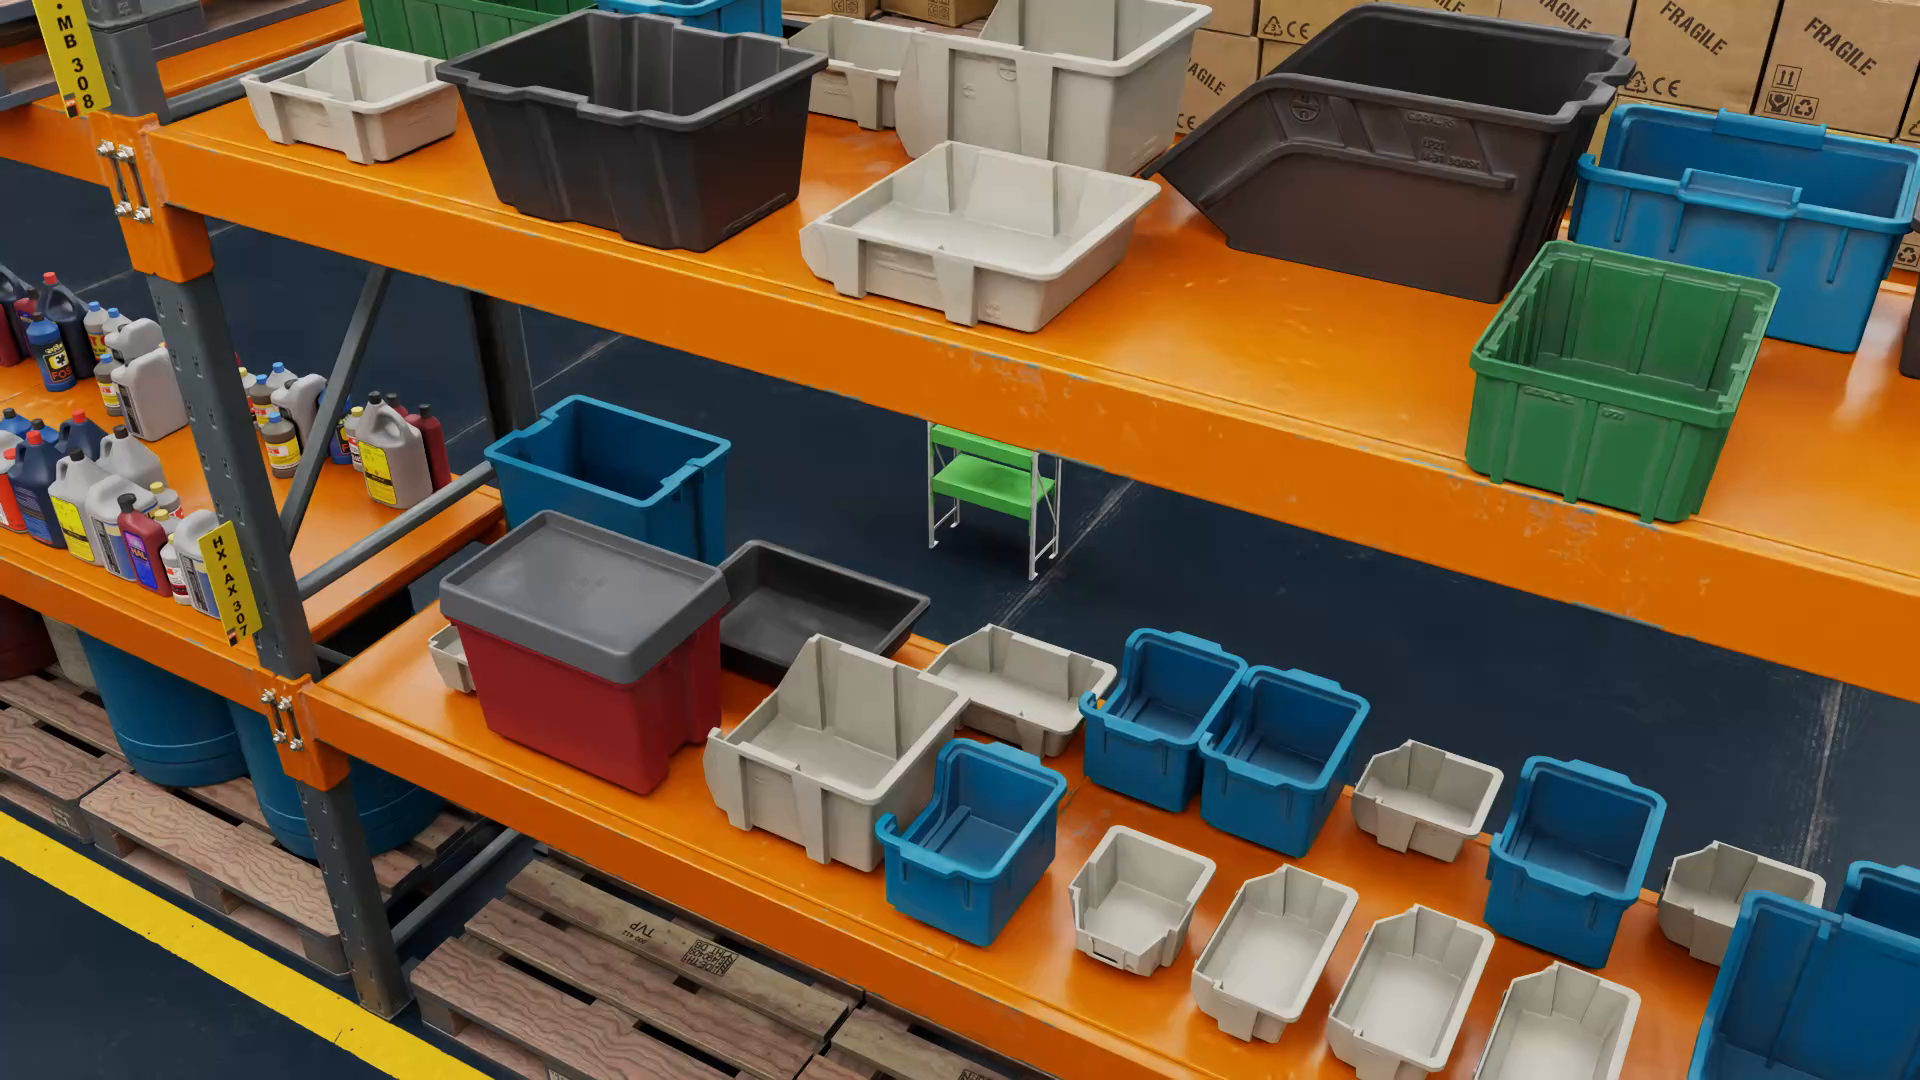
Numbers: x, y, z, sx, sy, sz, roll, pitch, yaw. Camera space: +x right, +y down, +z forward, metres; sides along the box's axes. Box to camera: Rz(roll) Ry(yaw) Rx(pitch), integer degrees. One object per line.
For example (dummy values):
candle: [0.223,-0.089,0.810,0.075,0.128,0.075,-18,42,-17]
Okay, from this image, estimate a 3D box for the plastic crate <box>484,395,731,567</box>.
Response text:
plastic crate: [-0.961,-0.092,4.642,0.575,0.384,0.392,18,37,24]

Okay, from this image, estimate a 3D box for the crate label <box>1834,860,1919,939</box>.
crate label: [1.886,0.880,3.319,0.303,0.233,0.416,18,37,24]

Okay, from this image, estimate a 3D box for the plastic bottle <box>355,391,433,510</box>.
plastic bottle: [-1.715,-0.282,5.011,0.185,0.351,0.144,18,37,24]

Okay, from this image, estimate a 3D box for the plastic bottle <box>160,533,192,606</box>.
plastic bottle: [-2.152,0.073,4.613,0.097,0.201,0.097,0,34,0]

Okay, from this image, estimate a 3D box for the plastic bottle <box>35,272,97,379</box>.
plastic bottle: [-3.059,-0.746,5.709,0.185,0.351,0.144,18,37,24]

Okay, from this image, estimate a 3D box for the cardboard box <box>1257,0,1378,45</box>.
cardboard box: [1.643,-2.472,7.264,0.500,0.500,0.500,16,37,23]

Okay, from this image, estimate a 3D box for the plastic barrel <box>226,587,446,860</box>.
plastic barrel: [-1.999,0.503,5.303,0.708,0.901,0.600,18,37,24]

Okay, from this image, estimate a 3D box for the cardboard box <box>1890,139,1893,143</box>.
cardboard box: [3.693,-1.751,7.082,0.500,0.500,0.500,17,37,24]

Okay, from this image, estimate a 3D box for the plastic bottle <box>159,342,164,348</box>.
plastic bottle: [-2.639,-0.566,5.573,0.097,0.201,0.097,0,34,0]

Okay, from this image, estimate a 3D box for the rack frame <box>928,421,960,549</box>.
rack frame: [-0.068,-0.521,6.950,0.015,1.200,0.240,18,37,24]

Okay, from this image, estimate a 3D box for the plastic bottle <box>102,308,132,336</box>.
plastic bottle: [-2.841,-0.659,5.649,0.097,0.271,0.097,0,34,0]

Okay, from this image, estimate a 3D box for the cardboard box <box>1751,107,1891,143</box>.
cardboard box: [3.422,-1.496,6.699,0.500,0.500,0.500,18,38,25]

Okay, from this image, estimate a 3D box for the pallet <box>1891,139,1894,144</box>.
pallet: [6.120,-2.727,11.155,1.213,0.211,1.003,18,37,24]

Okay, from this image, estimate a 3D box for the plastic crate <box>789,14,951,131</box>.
plastic crate: [-0.242,-1.010,3.592,0.466,0.136,0.293,18,37,24]

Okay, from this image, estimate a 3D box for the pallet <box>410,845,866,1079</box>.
pallet: [-0.878,1.306,5.098,1.213,0.211,1.003,18,37,24]

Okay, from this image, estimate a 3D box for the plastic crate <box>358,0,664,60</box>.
plastic crate: [-1.018,-1.227,3.872,0.662,0.188,0.450,18,37,24]

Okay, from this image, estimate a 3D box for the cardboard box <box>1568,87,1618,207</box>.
cardboard box: [2.554,-1.774,7.118,0.500,0.500,0.500,17,37,24]

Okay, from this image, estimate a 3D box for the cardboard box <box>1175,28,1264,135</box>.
cardboard box: [1.233,-2.191,7.744,0.500,0.500,0.500,19,38,26]

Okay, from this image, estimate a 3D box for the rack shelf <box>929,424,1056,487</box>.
rack shelf: [0.144,-0.401,6.884,0.480,0.148,0.258,18,37,24]

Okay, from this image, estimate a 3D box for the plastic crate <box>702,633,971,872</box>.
plastic crate: [-0.301,0.495,3.853,0.530,0.282,0.437,18,37,24]

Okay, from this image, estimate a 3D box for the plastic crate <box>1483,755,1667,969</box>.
plastic crate: [1.315,0.699,3.591,0.300,0.233,0.416,18,37,24]

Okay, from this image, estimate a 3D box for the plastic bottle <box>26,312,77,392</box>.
plastic bottle: [-3.081,-0.643,5.625,0.097,0.271,0.097,0,34,0]

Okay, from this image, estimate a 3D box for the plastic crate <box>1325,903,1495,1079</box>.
plastic crate: [0.895,0.923,3.342,0.243,0.136,0.396,18,37,24]

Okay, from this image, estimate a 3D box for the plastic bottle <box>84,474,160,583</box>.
plastic bottle: [-2.355,-0.040,4.715,0.135,0.276,0.152,18,37,24]

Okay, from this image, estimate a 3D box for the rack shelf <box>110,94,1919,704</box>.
rack shelf: [0.201,-0.437,3.143,4.000,0.370,1.077,18,37,24]

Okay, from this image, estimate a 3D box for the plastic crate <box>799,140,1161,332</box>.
plastic crate: [0.020,-0.526,2.865,0.530,0.136,0.437,18,37,24]

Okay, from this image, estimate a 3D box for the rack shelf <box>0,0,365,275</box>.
rack shelf: [-3.272,-1.537,4.795,4.000,0.370,1.077,18,37,24]

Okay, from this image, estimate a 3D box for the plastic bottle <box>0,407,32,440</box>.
plastic bottle: [-2.864,-0.279,5.078,0.097,0.271,0.097,0,34,0]

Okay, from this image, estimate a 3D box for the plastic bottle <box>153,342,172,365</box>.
plastic bottle: [-2.552,-0.552,5.484,0.135,0.276,0.152,18,37,24]

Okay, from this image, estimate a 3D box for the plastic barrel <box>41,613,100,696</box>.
plastic barrel: [-3.060,0.272,6.001,0.421,0.512,0.421,0,34,0]

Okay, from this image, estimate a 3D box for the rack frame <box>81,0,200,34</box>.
rack frame: [-1.536,-2.535,2.938,0.127,3.000,1.000,18,37,24]

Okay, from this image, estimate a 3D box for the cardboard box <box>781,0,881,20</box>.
cardboard box: [-0.639,-3.093,8.720,0.500,0.500,0.700,8,35,12]

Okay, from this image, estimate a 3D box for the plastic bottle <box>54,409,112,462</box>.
plastic bottle: [-2.585,-0.233,4.938,0.185,0.351,0.144,18,37,24]

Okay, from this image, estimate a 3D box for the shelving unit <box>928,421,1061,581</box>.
shelving unit: [0.144,-0.454,6.849,0.503,1.200,0.258,18,37,24]

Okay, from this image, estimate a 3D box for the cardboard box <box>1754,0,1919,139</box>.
cardboard box: [3.436,-1.907,6.415,0.500,0.500,0.500,19,38,26]

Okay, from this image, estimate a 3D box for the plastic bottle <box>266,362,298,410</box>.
plastic bottle: [-2.153,-0.441,5.322,0.097,0.271,0.097,0,34,0]

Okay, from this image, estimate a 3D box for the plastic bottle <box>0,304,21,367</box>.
plastic bottle: [-3.364,-0.749,5.774,0.133,0.283,0.061,18,37,24]

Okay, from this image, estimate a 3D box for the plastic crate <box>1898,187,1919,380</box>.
plastic crate: [1.741,-0.372,2.514,0.590,0.269,0.497,18,37,24]

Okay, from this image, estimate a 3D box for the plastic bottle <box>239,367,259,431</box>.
plastic bottle: [-2.322,-0.465,5.422,0.097,0.201,0.097,0,34,0]

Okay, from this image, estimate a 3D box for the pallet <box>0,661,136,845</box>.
pallet: [-3.248,0.555,6.226,1.213,0.211,1.003,18,37,24]

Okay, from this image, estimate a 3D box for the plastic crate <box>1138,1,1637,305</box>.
plastic crate: [0.747,-0.713,2.964,0.767,0.338,0.504,18,37,24]

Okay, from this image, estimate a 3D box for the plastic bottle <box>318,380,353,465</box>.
plastic bottle: [-1.952,-0.377,5.226,0.097,0.271,0.097,0,34,0]

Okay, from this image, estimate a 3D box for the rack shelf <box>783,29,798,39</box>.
rack shelf: [-0.811,-2.671,9.204,4.000,0.370,1.077,18,37,24]

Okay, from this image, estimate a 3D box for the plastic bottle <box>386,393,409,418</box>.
plastic bottle: [-1.758,-0.332,5.148,0.133,0.283,0.061,18,37,24]

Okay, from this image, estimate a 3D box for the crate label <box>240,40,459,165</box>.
crate label: [-1.254,-0.903,3.432,0.466,0.136,0.293,18,37,24]

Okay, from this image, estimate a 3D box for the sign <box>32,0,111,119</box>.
sign: [-1.810,-1.026,3.370,0.005,0.325,0.100,18,37,24]

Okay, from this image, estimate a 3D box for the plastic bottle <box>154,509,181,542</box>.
plastic bottle: [-2.238,0.007,4.712,0.097,0.201,0.097,0,34,0]

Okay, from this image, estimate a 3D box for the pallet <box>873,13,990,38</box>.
pallet: [0.286,-2.613,8.641,1.213,0.211,1.003,18,37,24]

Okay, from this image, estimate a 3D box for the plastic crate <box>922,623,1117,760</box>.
plastic crate: [0.125,0.381,4.156,0.466,0.136,0.293,18,37,24]

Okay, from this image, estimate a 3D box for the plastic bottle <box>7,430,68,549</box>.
plastic bottle: [-2.656,-0.164,4.834,0.185,0.351,0.144,18,37,24]

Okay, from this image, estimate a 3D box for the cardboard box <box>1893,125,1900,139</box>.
cardboard box: [6.196,-2.984,10.902,0.500,0.500,0.700,18,37,24]

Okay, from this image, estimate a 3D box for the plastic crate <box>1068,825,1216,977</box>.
plastic crate: [0.375,0.786,3.548,0.250,0.136,0.298,18,37,24]

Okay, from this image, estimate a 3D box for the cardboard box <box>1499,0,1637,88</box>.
cardboard box: [2.538,-2.189,6.838,0.500,0.500,0.500,19,38,26]

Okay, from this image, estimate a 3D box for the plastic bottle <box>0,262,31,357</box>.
plastic bottle: [-3.336,-0.834,5.840,0.185,0.351,0.144,18,37,24]

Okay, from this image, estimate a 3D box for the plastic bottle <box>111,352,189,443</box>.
plastic bottle: [-2.628,-0.479,5.374,0.135,0.276,0.152,18,37,24]

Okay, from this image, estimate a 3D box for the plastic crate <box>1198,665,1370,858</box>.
plastic crate: [0.743,0.518,3.862,0.300,0.233,0.416,18,37,24]
